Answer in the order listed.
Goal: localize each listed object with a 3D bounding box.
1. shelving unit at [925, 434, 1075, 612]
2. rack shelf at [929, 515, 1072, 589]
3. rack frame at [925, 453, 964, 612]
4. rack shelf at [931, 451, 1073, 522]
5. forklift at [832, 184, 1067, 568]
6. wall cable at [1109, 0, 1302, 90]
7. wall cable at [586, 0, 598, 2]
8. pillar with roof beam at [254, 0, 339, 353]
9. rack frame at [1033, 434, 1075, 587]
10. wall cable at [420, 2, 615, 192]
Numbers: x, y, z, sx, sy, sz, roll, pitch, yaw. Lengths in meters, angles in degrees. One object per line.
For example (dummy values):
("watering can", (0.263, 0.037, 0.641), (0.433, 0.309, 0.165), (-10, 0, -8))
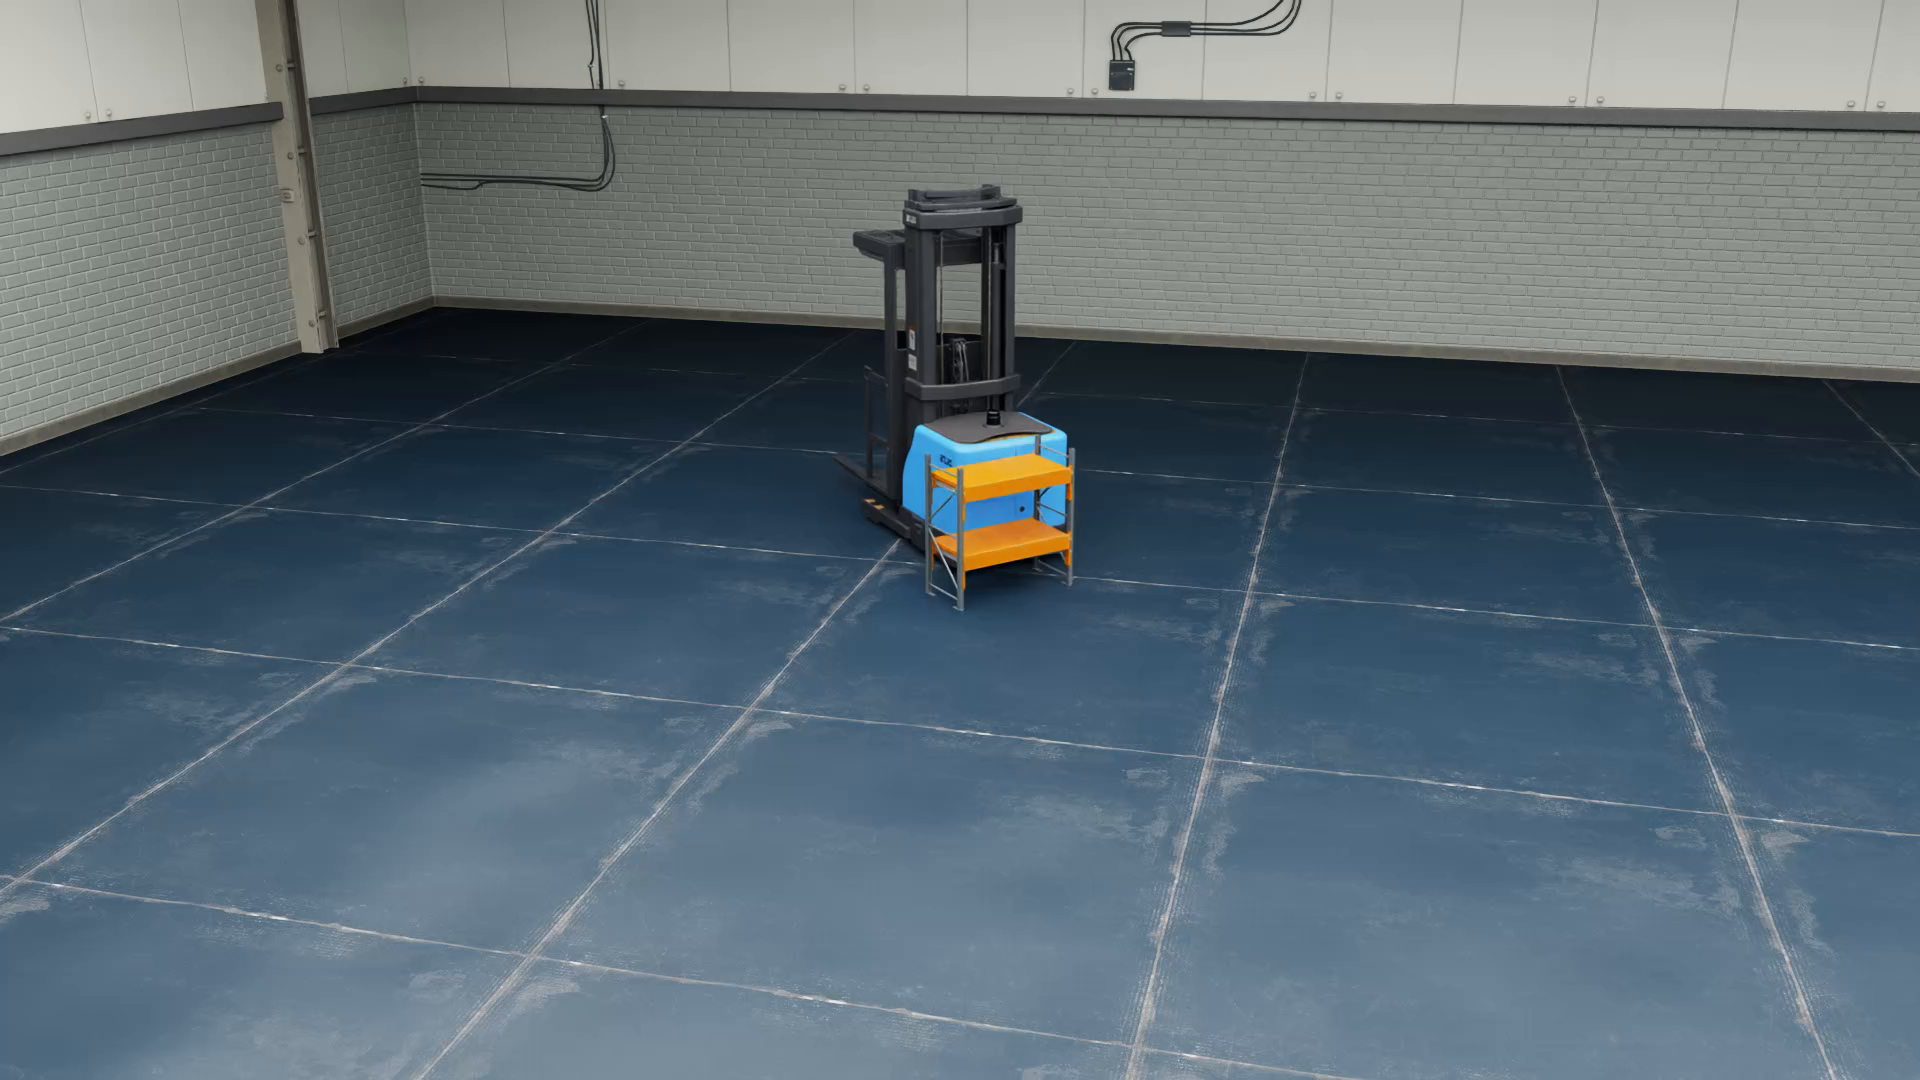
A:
("shelving unit", (0.309, -0.146, 12.874), (1.048, 1.125, 0.538), (-12, 22, -30))
("rack shelf", (0.309, 0.086, 12.953), (1.000, 0.278, 0.538), (-12, 22, -30))
("rack frame", (-0.120, -0.058, 12.616), (0.032, 1.125, 0.500), (-12, 22, -30))
("rack shelf", (0.309, -0.423, 12.779), (1.000, 0.278, 0.538), (-12, 22, -30))
("forklift", (-0.234, -1.589, 14.305), (1.130, 2.935, 3.031), (-9, 21, -25))
("wall cable", (2.982, -8.380, 19.537), (2.305, 6.003, 0.169), (5, 19, 13))
("wall cable", (-3.597, -8.232, 21.357), (3.097, 2.526, 0.112), (5, 19, 13))
("pillar with roof beam", (-4.048, -6.366, 18.904), (9.100, 9.000, 0.400), (5, 19, 13))
("rack frame", (0.739, -0.233, 13.131), (0.032, 1.125, 0.500), (-12, 22, -30))
("wall cable", (-6.220, -6.056, 22.799), (3.097, 2.526, 0.112), (5, 19, 13))
